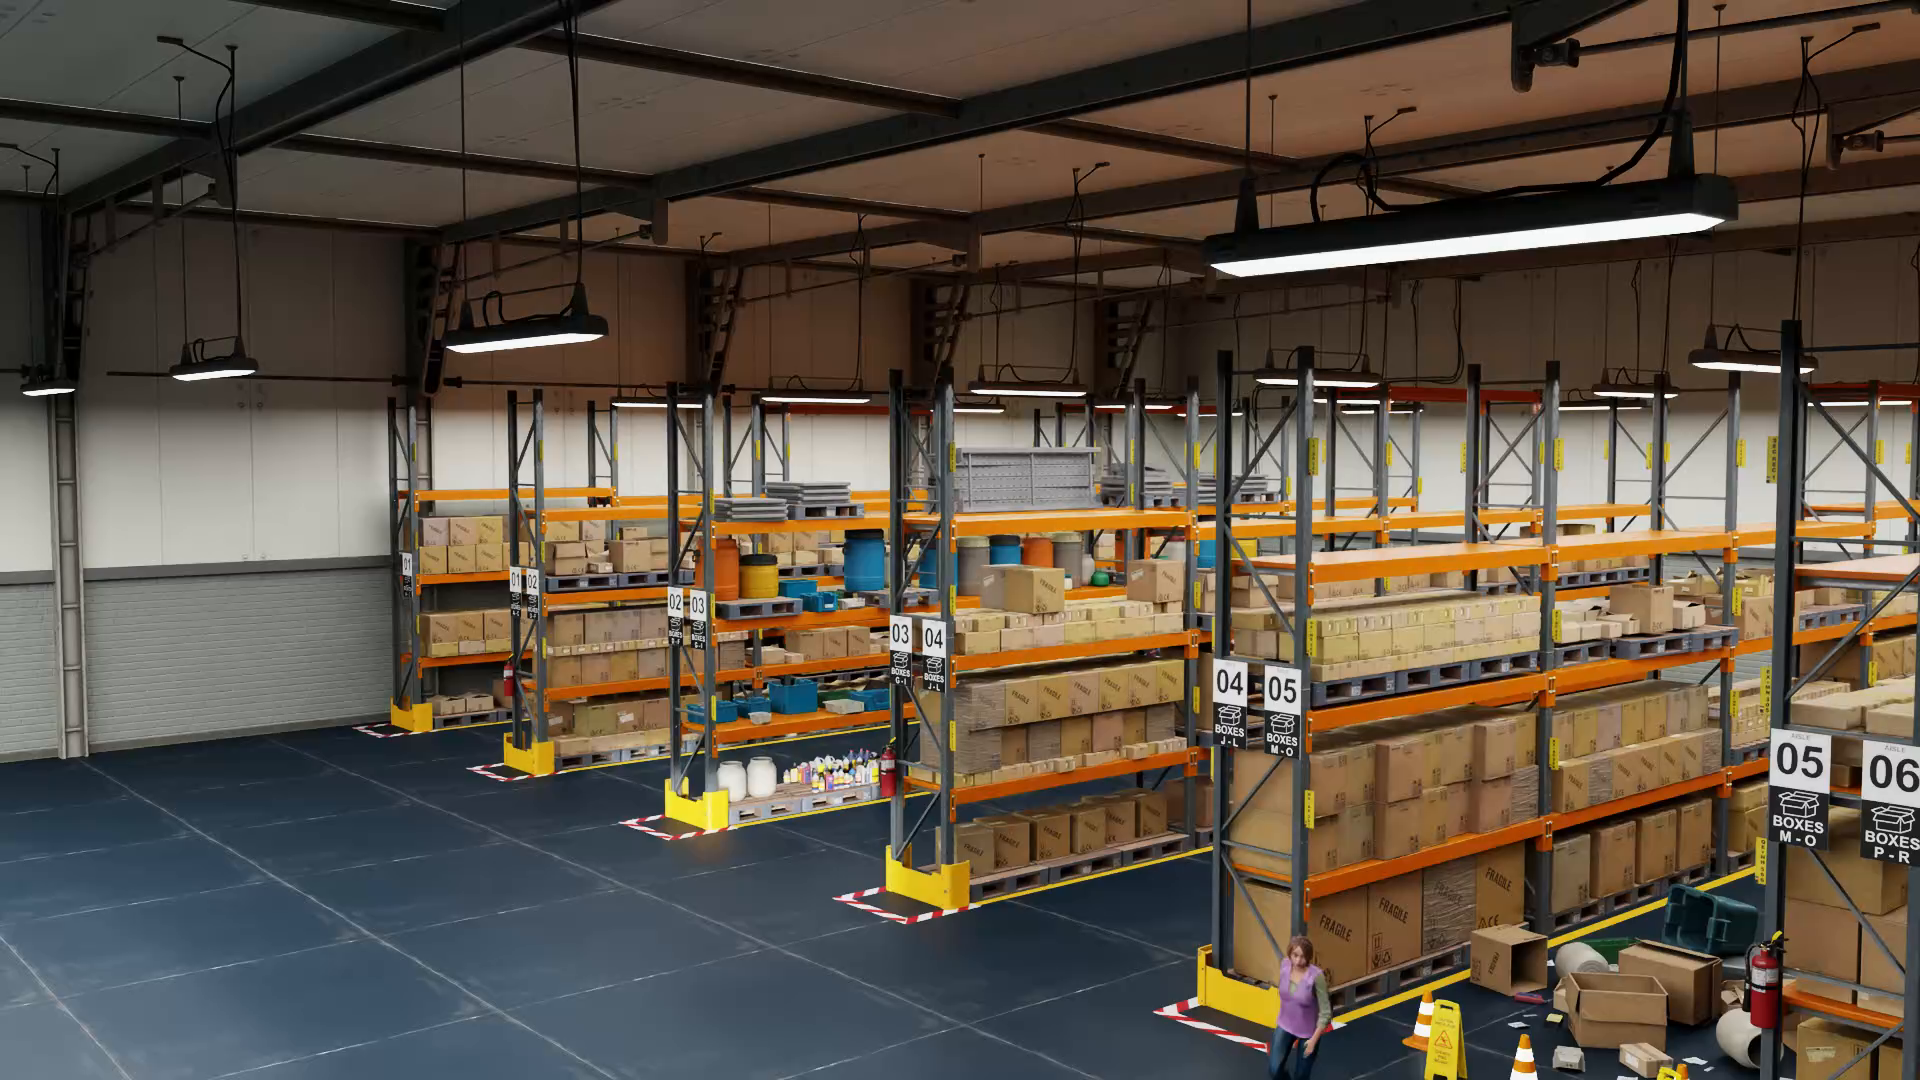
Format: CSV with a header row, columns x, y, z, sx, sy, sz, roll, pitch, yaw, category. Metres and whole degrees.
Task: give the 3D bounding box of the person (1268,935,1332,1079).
x,y,z,sx,sy,sz,roll,pitch,yaw,category
2.537,3.670,12.408,0.530,1.539,0.662,2,4,29,person
